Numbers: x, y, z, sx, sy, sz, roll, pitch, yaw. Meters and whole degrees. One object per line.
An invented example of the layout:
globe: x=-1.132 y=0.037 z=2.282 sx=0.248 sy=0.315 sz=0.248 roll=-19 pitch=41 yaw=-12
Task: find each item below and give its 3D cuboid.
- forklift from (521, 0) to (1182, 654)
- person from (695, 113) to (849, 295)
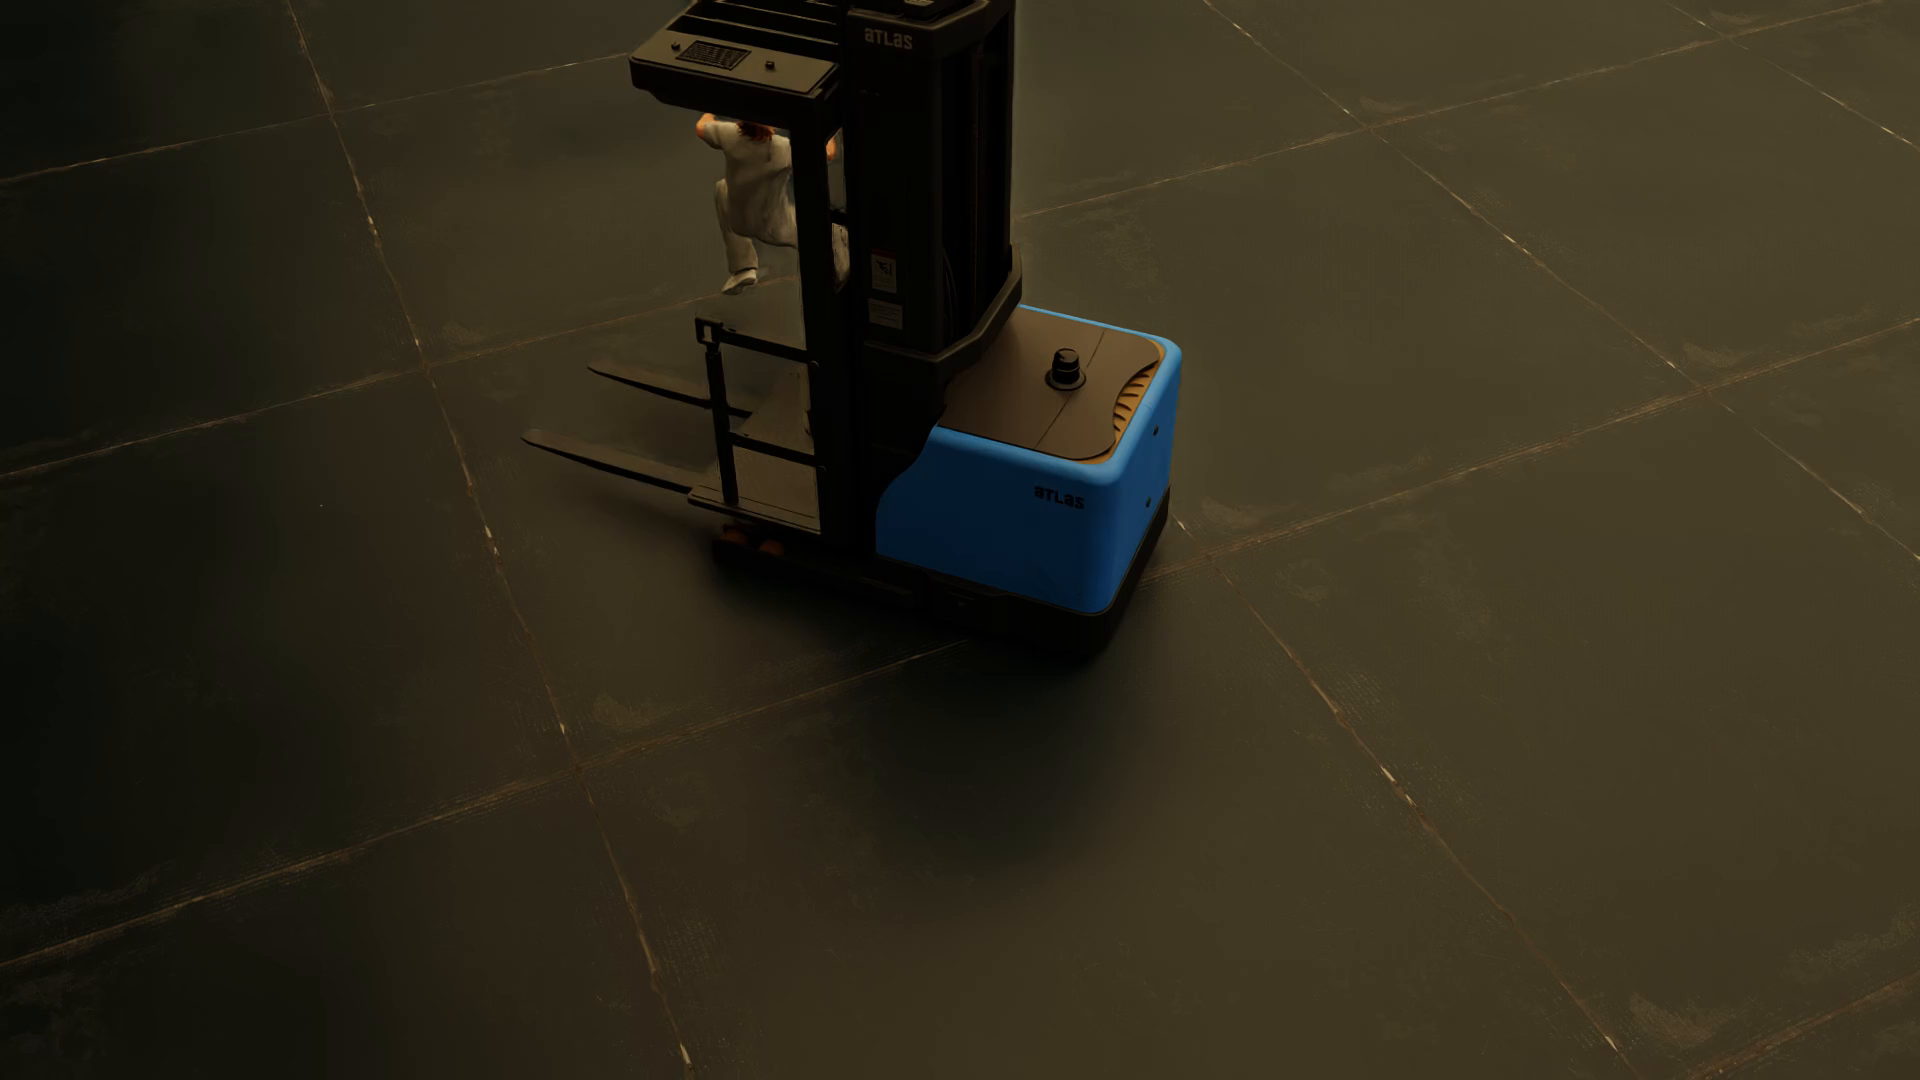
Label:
forklift: x=-0.596 y=-1.223 z=6.991 sx=3.031 sy=2.935 sz=1.130 roll=16 pitch=45 yaw=16
person: x=-0.943 y=-1.812 z=8.679 sx=0.865 sy=1.478 sz=0.734 roll=13 pitch=45 yaw=14
